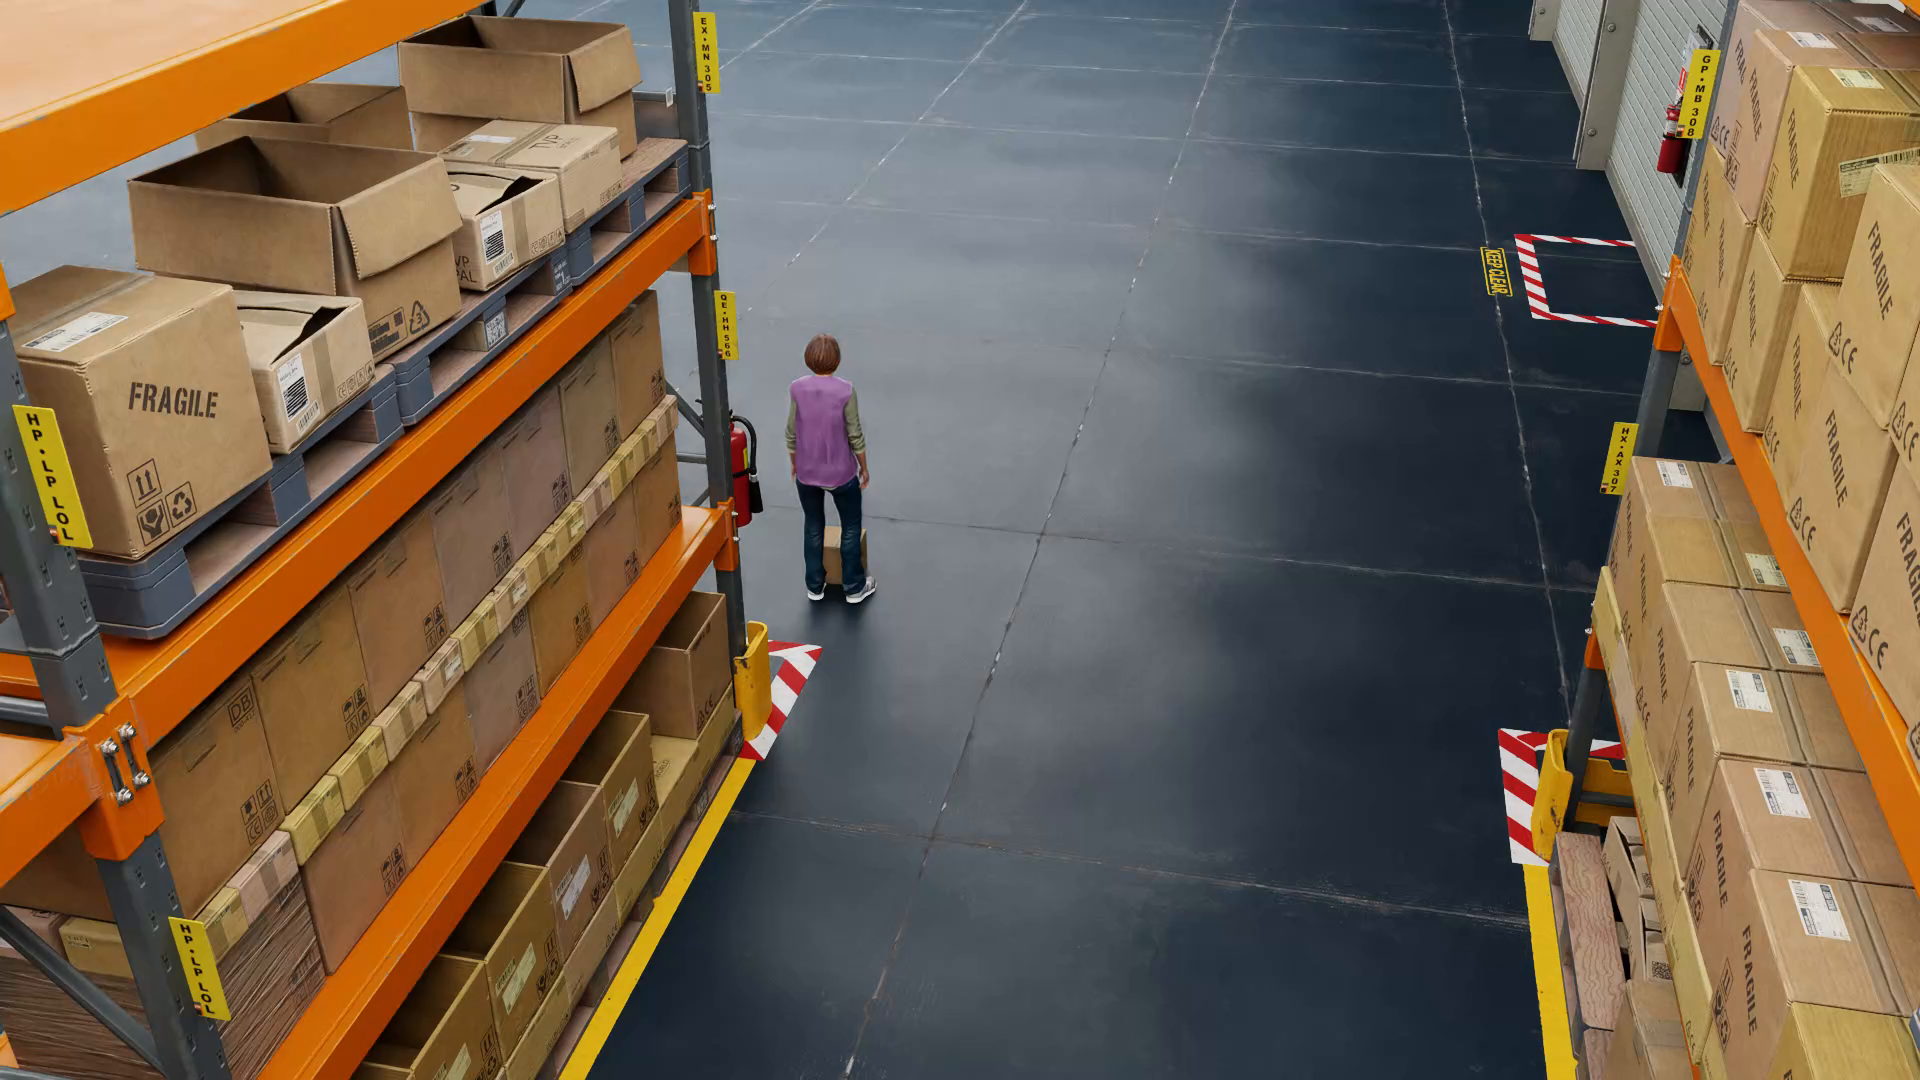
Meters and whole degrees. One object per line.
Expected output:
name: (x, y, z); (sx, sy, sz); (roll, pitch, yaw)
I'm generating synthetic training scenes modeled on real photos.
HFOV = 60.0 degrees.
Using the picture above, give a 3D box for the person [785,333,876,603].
person: (-0.738, -0.378, 9.293); (0.460, 1.593, 0.343); (6, 30, 11)
